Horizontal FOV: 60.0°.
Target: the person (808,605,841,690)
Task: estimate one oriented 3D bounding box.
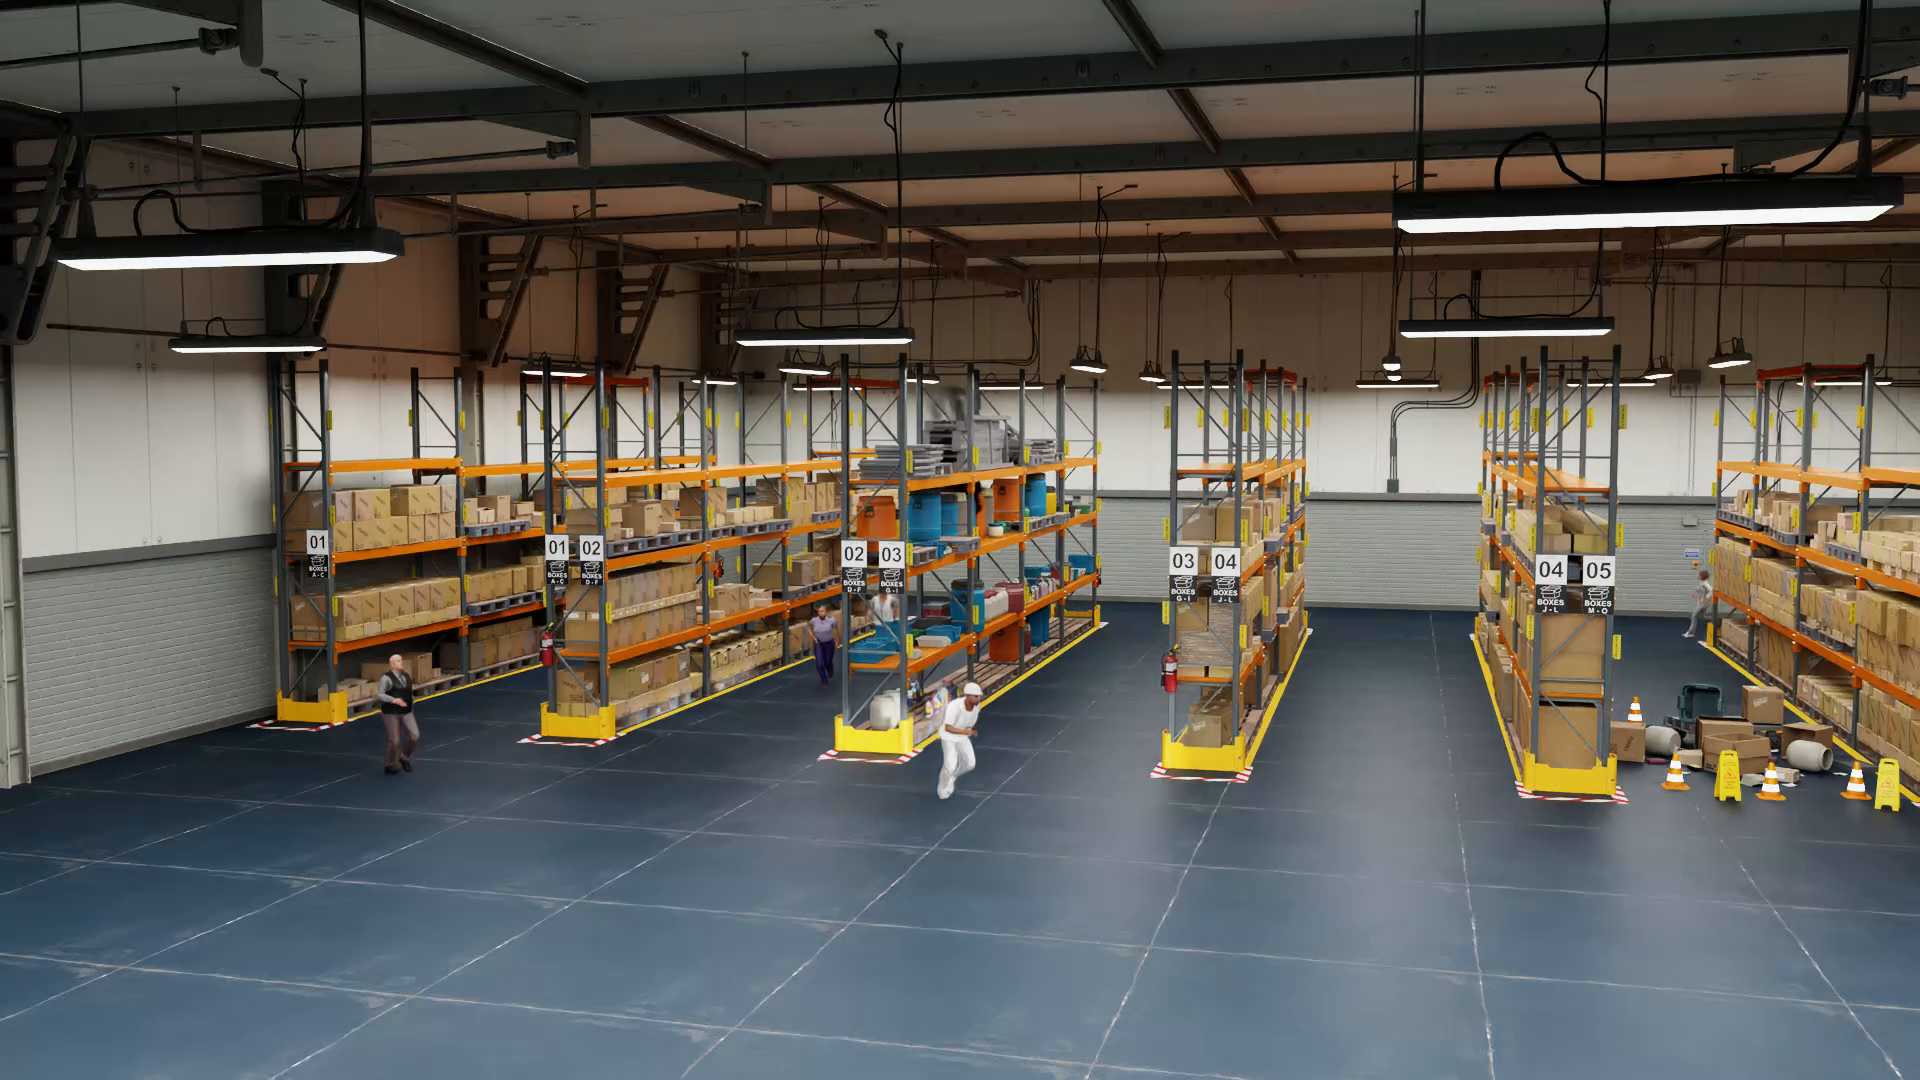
[{"bbox_3d":[-2.533,1.993,31.078,0.591,1.597,0.714,1,4,7],"label":"person"}]

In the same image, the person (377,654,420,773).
[{"bbox_3d":[-7.912,2.470,23.465,0.682,1.719,0.655,3,5,38],"label":"person"}]

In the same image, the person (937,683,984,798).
[{"bbox_3d":[0.035,2.634,21.869,0.737,1.583,0.863,-4,6,-43],"label":"person"}]

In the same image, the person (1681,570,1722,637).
[{"bbox_3d":[17.032,1.472,38.103,0.882,1.578,0.575,2,4,22],"label":"person"}]

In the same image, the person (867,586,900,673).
[{"bbox_3d":[-1.513,1.722,33.292,0.641,1.771,0.939,1,4,10],"label":"person"}]
